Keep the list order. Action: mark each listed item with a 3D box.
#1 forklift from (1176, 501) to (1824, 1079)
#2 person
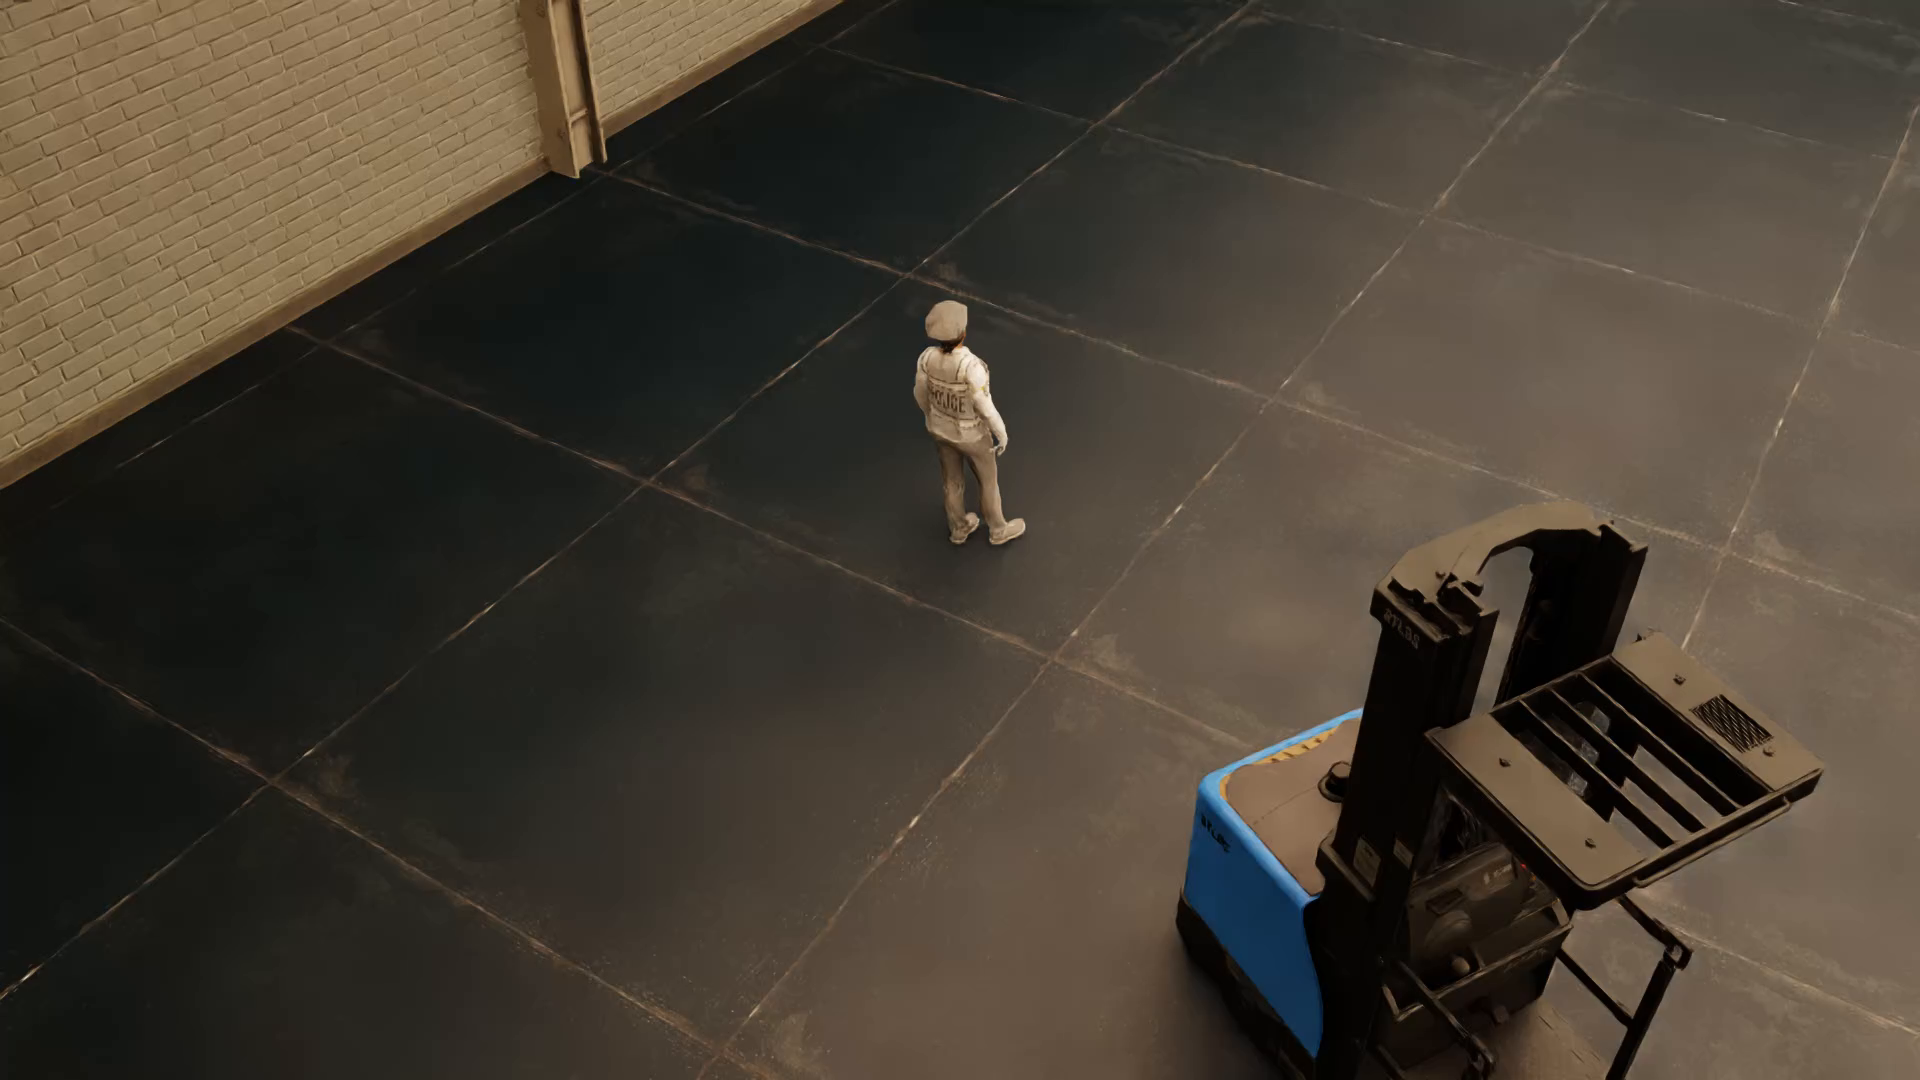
[{"bbox_3d":[2.184,1.440,6.268,1.130,2.935,3.031,-19,44,-21],"label":"forklift"},{"bbox_3d":[0.042,-0.686,9.722,0.586,1.695,0.532,22,45,24],"label":"person"}]
